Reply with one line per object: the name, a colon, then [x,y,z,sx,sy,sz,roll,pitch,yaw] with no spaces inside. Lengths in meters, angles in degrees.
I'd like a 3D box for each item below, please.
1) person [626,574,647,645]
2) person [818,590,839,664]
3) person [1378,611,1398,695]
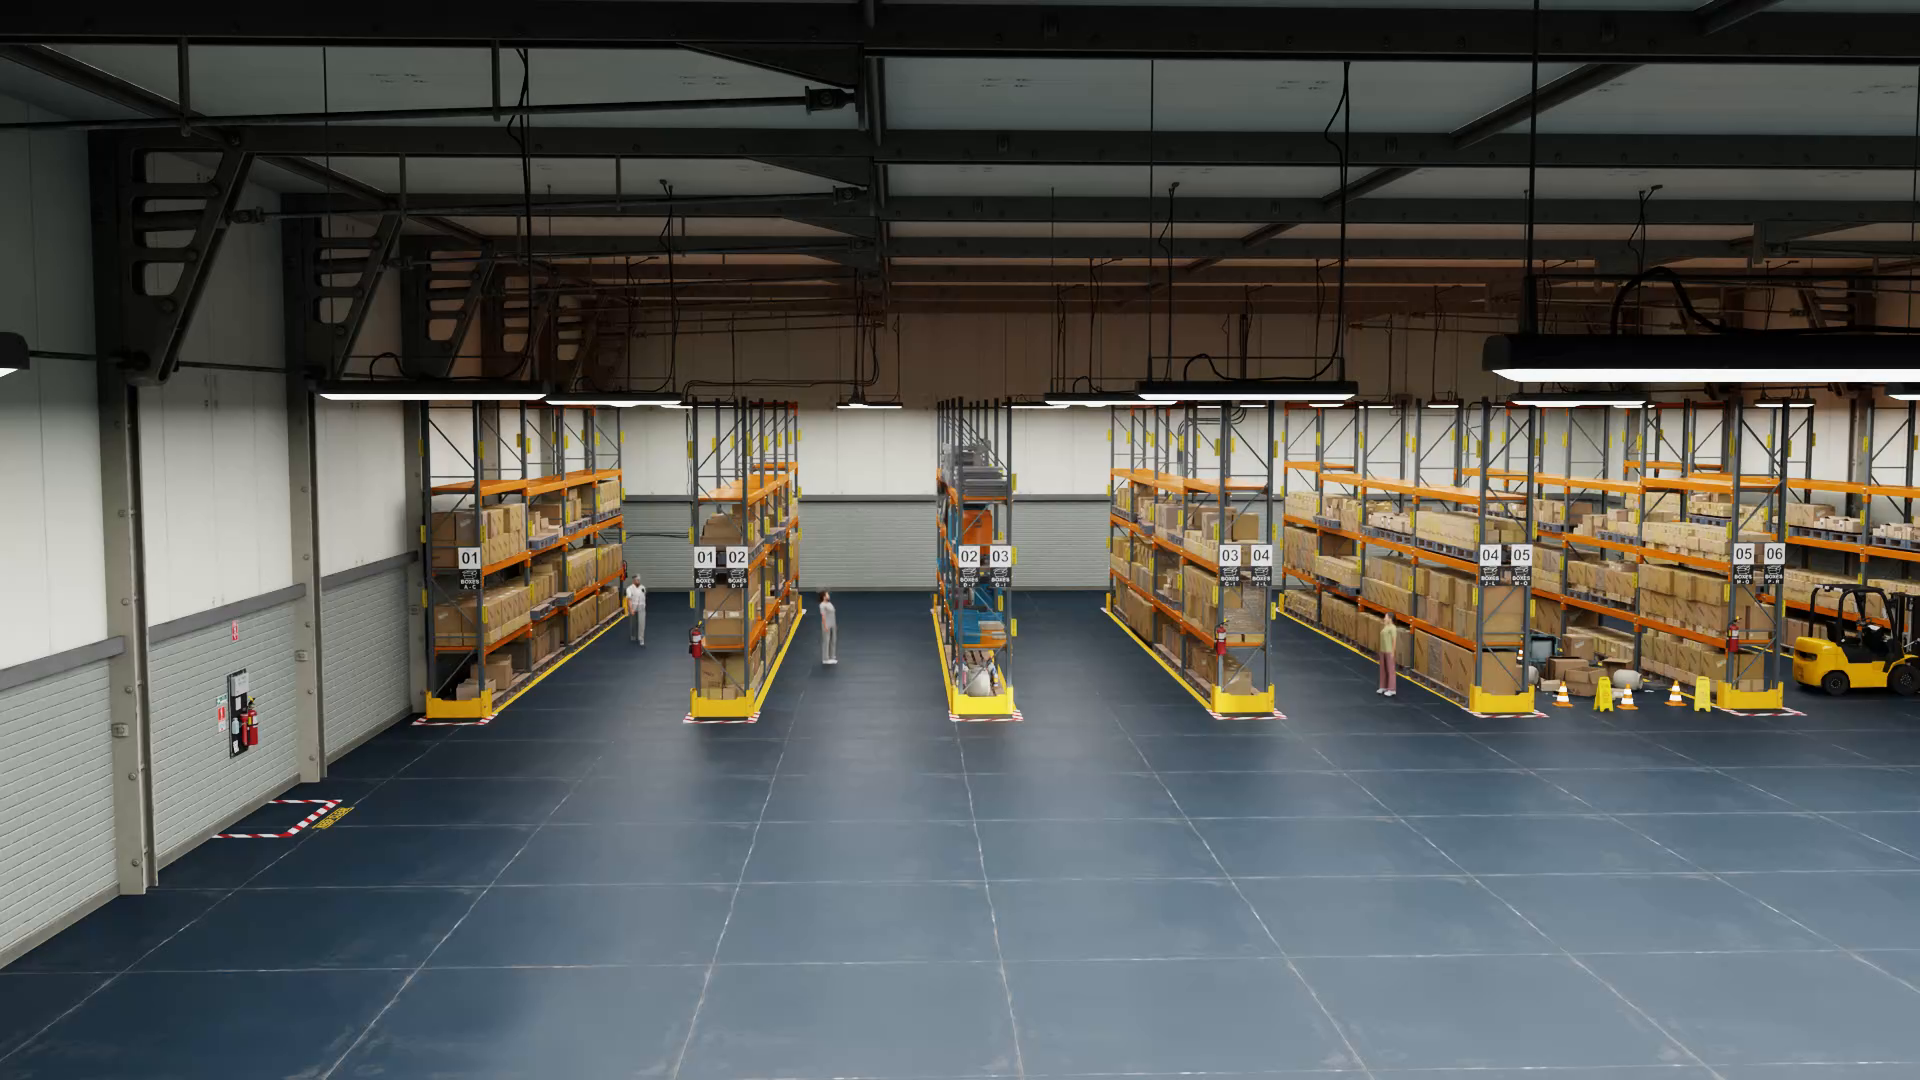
person: [-7.950,1.695,40.894,0.513,1.723,1.033,-1,4,-10]
person: [-2.968,1.968,37.649,0.417,1.680,0.521,3,5,36]
person: [8.664,2.282,33.668,0.376,1.677,0.482,-2,5,-22]
